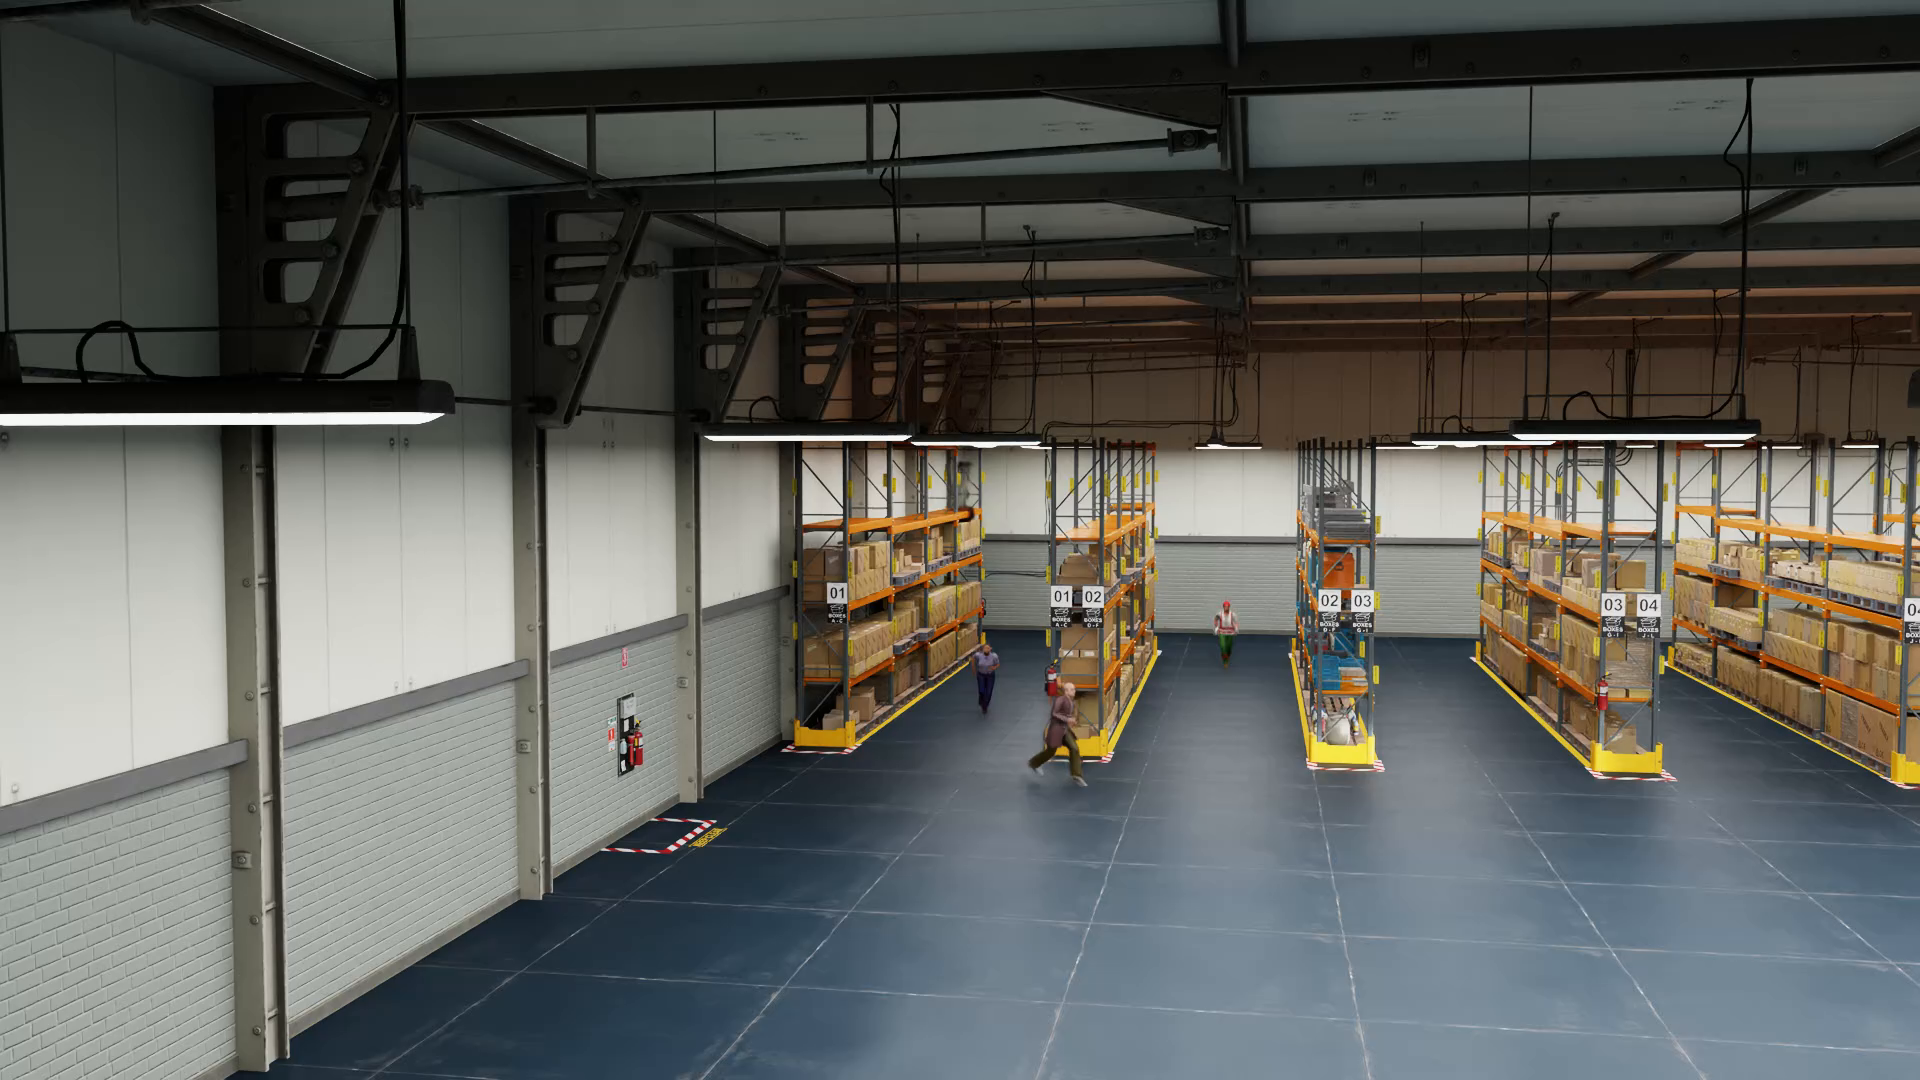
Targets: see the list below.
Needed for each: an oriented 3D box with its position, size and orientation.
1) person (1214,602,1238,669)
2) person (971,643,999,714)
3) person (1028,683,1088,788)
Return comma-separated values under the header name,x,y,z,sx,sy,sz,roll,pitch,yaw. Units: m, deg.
name,x,y,z,sx,sy,sz,roll,pitch,yaw
person,7.084,2.503,44.288,0.633,1.764,0.910,0,3,7
person,0.559,3.032,36.331,0.591,1.563,0.669,0,3,-6
person,1.679,3.397,28.662,1.179,1.657,0.711,2,4,37
